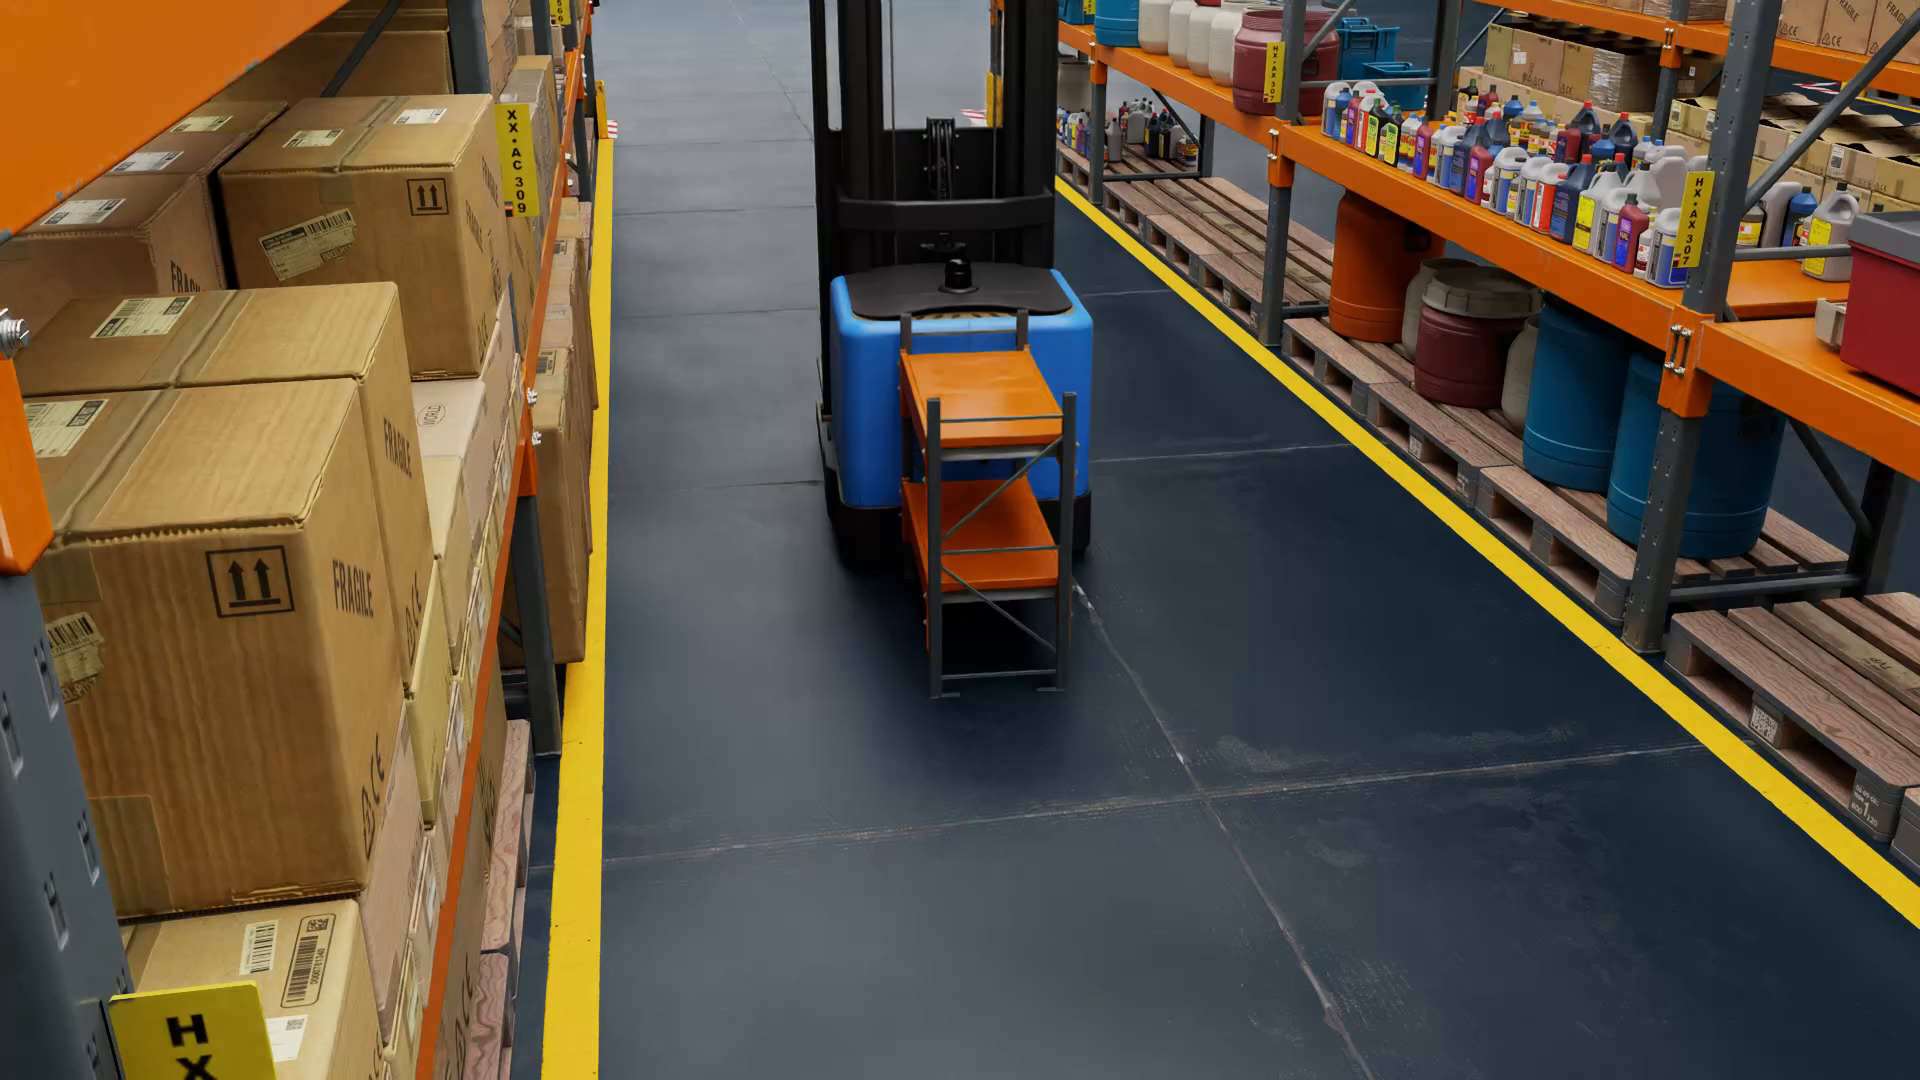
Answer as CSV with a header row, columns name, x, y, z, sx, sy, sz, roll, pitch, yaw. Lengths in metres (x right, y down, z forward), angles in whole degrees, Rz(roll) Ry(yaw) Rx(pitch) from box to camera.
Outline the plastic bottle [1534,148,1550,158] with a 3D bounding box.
name,x,y,z,sx,sy,sz,roll,pitch,yaw
plastic bottle,2.528,-1.574,7.267,0.097,0.271,0.097,0,24,0

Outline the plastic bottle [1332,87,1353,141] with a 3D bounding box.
name,x,y,z,sx,sy,sz,roll,pitch,yaw
plastic bottle,2.046,-2.272,8.864,0.097,0.271,0.097,0,24,0

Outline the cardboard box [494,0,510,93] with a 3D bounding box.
name,x,y,z,sx,sy,sz,roll,pitch,yaw
cardboard box,-2.342,-2.166,7.084,0.797,0.503,0.637,-4,24,-9

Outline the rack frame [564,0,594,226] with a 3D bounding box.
name,x,y,z,sx,sy,sz,roll,pitch,yaw
rack frame,-3.318,-3.779,12.155,1.000,3.000,0.127,-4,24,-10

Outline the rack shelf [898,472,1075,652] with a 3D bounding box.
name,x,y,z,sx,sy,sz,roll,pitch,yaw
rack shelf,0.079,0.060,6.319,0.538,0.278,1.000,-3,24,-6

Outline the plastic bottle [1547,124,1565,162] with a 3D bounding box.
name,x,y,z,sx,sy,sz,roll,pitch,yaw
plastic bottle,2.955,-1.948,8.211,0.097,0.201,0.097,0,24,0

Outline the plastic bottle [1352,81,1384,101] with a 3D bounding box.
name,x,y,z,sx,sy,sz,roll,pitch,yaw
plastic bottle,2.201,-2.333,8.998,0.152,0.276,0.135,-4,24,-10

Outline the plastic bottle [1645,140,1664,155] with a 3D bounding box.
name,x,y,z,sx,sy,sz,roll,pitch,yaw
plastic bottle,3.109,-1.653,7.449,0.097,0.271,0.097,0,24,0

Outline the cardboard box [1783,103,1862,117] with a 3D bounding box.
name,x,y,z,sx,sy,sz,roll,pitch,yaw
cardboard box,6.877,-3.358,13.401,0.500,0.311,0.500,-4,24,-8

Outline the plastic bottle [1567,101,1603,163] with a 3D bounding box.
name,x,y,z,sx,sy,sz,roll,pitch,yaw
plastic bottle,2.983,-1.907,7.930,0.144,0.351,0.185,-4,24,-10

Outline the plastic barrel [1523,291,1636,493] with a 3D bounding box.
name,x,y,z,sx,sy,sz,roll,pitch,yaw
plastic barrel,2.814,-0.724,7.256,0.600,0.901,0.708,-4,24,-10

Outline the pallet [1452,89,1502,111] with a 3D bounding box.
name,x,y,z,sx,sy,sz,roll,pitch,yaw
pallet,5.861,-4.509,17.310,1.003,0.211,1.213,-4,24,-10

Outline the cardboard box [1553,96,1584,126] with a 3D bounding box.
name,x,y,z,sx,sy,sz,roll,pitch,yaw
cardboard box,5.928,-4.003,15.577,0.500,0.250,0.500,-4,24,-10

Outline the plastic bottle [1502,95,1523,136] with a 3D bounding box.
name,x,y,z,sx,sy,sz,roll,pitch,yaw
plastic bottle,2.865,-2.172,8.636,0.097,0.271,0.097,0,24,0

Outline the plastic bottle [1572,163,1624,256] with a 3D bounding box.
name,x,y,z,sx,sy,sz,roll,pitch,yaw
plastic bottle,2.537,-1.314,6.572,0.144,0.351,0.185,-4,24,-10

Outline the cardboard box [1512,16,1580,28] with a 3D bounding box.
name,x,y,z,sx,sy,sz,roll,pitch,yaw
cardboard box,6.070,-5.171,17.317,0.500,0.500,0.500,-4,24,-10

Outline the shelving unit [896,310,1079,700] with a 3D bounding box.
name,x,y,z,sx,sy,sz,roll,pitch,yaw
shelving unit,0.079,-0.165,6.221,0.538,1.125,1.048,-3,24,-6

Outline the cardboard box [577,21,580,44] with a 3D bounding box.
name,x,y,z,sx,sy,sz,roll,pitch,yaw
cardboard box,-3.096,-3.870,12.678,0.380,0.149,0.250,-4,24,-10

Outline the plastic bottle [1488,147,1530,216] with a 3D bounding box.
name,x,y,z,sx,sy,sz,roll,pitch,yaw
plastic bottle,2.409,-1.560,7.228,0.152,0.276,0.135,-4,24,-10

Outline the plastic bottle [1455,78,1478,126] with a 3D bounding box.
name,x,y,z,sx,sy,sz,roll,pitch,yaw
plastic bottle,2.783,-2.391,9.124,0.061,0.283,0.133,-4,24,-10

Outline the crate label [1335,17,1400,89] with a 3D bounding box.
name,x,y,z,sx,sy,sz,roll,pitch,yaw
crate label,2.371,-2.999,10.326,0.502,0.435,0.616,-4,24,-10

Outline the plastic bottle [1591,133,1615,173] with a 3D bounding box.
name,x,y,z,sx,sy,sz,roll,pitch,yaw
plastic bottle,2.931,-1.719,7.600,0.097,0.271,0.097,0,24,0

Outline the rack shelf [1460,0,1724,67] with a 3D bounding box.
name,x,y,z,sx,sy,sz,roll,pitch,yaw
rack shelf,6.048,-4.968,15.776,1.077,0.370,4.000,-4,24,-10

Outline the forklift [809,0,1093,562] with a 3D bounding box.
name,x,y,z,sx,sy,sz,roll,pitch,yaw
forklift,-0.141,-1.810,7.731,1.130,2.935,3.031,-3,24,-6

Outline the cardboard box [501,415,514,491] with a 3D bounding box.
name,x,y,z,sx,sy,sz,roll,pitch,yaw
cardboard box,-1.366,-0.219,4.319,0.380,0.149,0.250,-5,24,-11

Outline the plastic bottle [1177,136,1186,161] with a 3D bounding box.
name,x,y,z,sx,sy,sz,roll,pitch,yaw
plastic bottle,1.883,-3.303,14.011,0.097,0.201,0.097,0,24,0

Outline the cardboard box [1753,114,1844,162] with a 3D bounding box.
name,x,y,z,sx,sy,sz,roll,pitch,yaw
cardboard box,6.434,-3.119,12.853,0.500,0.311,0.500,-5,24,-11

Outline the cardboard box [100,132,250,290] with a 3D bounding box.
name,x,y,z,sx,sy,sz,roll,pitch,yaw
cardboard box,-1.918,-0.642,3.851,0.500,0.500,0.500,-4,24,-10

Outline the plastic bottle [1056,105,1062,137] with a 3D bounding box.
name,x,y,z,sx,sy,sz,roll,pitch,yaw
plastic bottle,0.902,-3.799,15.061,0.097,0.271,0.097,0,24,0

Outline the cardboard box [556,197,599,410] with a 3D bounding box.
name,x,y,z,sx,sy,sz,roll,pitch,yaw
cardboard box,-2.472,-1.152,8.269,1.225,0.875,0.875,-5,24,-12

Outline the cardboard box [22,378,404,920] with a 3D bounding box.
name,x,y,z,sx,sy,sz,roll,pitch,yaw
cardboard box,-1.015,0.124,2.097,0.500,0.500,0.500,-5,24,-11

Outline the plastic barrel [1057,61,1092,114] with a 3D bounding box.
name,x,y,z,sx,sy,sz,roll,pitch,yaw
plastic barrel,1.099,-4.321,15.980,0.421,0.512,0.421,0,24,0

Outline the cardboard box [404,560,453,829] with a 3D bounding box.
name,x,y,z,sx,sy,sz,roll,pitch,yaw
cardboard box,-1.115,0.263,2.717,0.500,0.250,0.500,-5,24,-12

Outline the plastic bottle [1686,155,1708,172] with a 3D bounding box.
name,x,y,z,sx,sy,sz,roll,pitch,yaw
plastic bottle,3.146,-1.517,7.130,0.152,0.276,0.135,-4,24,-10

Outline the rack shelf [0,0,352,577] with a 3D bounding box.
name,x,y,z,sx,sy,sz,roll,pitch,yaw
rack shelf,-1.469,-0.891,2.693,1.077,0.370,4.000,-4,24,-10

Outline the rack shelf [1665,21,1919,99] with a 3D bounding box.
name,x,y,z,sx,sy,sz,roll,pitch,yaw
rack shelf,6.788,-3.395,12.173,1.077,0.370,4.000,-4,24,-10

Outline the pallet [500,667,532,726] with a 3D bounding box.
name,x,y,z,sx,sy,sz,roll,pitch,yaw
pallet,-2.056,0.347,6.191,1.003,0.211,1.213,-4,24,-10

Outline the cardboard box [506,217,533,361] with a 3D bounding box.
name,x,y,z,sx,sy,sz,roll,pitch,yaw
cardboard box,-1.679,-0.878,5.387,0.500,0.500,0.500,-4,24,-10

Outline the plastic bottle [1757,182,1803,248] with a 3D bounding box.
name,x,y,z,sx,sy,sz,roll,pitch,yaw
plastic bottle,3.250,-1.296,6.626,0.152,0.276,0.135,-4,24,-10

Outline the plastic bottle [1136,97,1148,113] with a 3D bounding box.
name,x,y,z,sx,sy,sz,roll,pitch,yaw
plastic bottle,1.660,-3.796,14.954,0.144,0.351,0.185,-3,24,-8

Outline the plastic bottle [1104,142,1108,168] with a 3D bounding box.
name,x,y,z,sx,sy,sz,roll,pitch,yaw
plastic bottle,1.176,-3.185,13.741,0.097,0.201,0.097,0,24,0

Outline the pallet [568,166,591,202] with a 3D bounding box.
name,x,y,z,sx,sy,sz,roll,pitch,yaw
pallet,-3.477,-2.763,13.312,1.003,0.211,1.213,-4,24,-10

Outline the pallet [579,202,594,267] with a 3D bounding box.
name,x,y,z,sx,sy,sz,roll,pitch,yaw
pallet,-3.173,-2.195,12.013,1.003,0.211,1.213,-4,24,-10

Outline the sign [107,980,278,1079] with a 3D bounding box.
name,x,y,z,sx,sy,sz,roll,pitch,yaw
sign,-0.553,0.469,1.248,0.100,0.325,0.005,-4,24,-10

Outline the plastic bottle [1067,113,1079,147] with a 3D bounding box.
name,x,y,z,sx,sy,sz,roll,pitch,yaw
plastic bottle,1.025,-3.598,14.594,0.152,0.276,0.135,-4,24,-9

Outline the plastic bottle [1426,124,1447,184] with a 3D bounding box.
name,x,y,z,sx,sy,sz,roll,pitch,yaw
plastic bottle,2.259,-1.817,7.824,0.097,0.271,0.097,0,24,0

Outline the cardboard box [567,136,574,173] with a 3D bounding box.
name,x,y,z,sx,sy,sz,roll,pitch,yaw
cardboard box,-3.466,-3.211,13.453,0.500,0.500,0.500,3,24,7

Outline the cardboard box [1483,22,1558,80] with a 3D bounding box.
name,x,y,z,sx,sy,sz,roll,pitch,yaw
cardboard box,5.653,-4.936,16.779,0.500,0.500,0.500,-4,24,-10

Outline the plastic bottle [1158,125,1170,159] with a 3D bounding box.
name,x,y,z,sx,sy,sz,roll,pitch,yaw
plastic bottle,1.730,-3.377,14.080,0.061,0.283,0.133,-4,24,-10

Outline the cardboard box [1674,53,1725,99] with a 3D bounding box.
name,x,y,z,sx,sy,sz,roll,pitch,yaw
cardboard box,6.640,-3.993,14.618,0.500,0.500,0.500,-4,24,-10

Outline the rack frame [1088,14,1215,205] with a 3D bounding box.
name,x,y,z,sx,sy,sz,roll,pitch,yaw
rack frame,1.549,-4.146,12.995,1.000,3.000,0.127,-4,24,-10

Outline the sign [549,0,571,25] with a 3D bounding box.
name,x,y,z,sx,sy,sz,roll,pitch,yaw
sign,-2.034,-2.779,8.418,0.100,0.325,0.005,-4,24,-10

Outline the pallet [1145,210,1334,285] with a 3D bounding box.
name,x,y,z,sx,sy,sz,roll,pitch,yaw
pallet,1.961,-2.081,11.751,1.003,0.211,1.213,-4,24,-10

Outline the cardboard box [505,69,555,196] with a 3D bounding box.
name,x,y,z,sx,sy,sz,roll,pitch,yaw
cardboard box,-2.158,-1.879,7.680,0.500,0.500,0.500,-5,24,-10

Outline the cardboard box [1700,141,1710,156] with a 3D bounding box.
name,x,y,z,sx,sy,sz,roll,pitch,yaw
cardboard box,6.342,-3.065,13.431,0.500,0.250,0.500,-4,24,-8

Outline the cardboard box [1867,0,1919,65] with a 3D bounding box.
name,x,y,z,sx,sy,sz,roll,pitch,yaw
cardboard box,6.831,-3.642,11.717,0.500,0.500,0.500,-6,24,-13

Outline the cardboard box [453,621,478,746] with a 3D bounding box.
name,x,y,z,sx,sy,sz,roll,pitch,yaw
cardboard box,-1.127,0.287,3.159,0.380,0.149,0.250,-5,24,-11

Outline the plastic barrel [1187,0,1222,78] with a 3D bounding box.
name,x,y,z,sx,sy,sz,roll,pitch,yaw
plastic barrel,1.726,-3.357,11.018,0.433,0.535,0.433,0,24,0

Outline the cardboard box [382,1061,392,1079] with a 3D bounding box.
name,x,y,z,sx,sy,sz,roll,pitch,yaw
cardboard box,-0.890,0.791,2.005,0.380,0.149,0.250,-5,24,-11

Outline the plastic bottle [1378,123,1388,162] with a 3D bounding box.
name,x,y,z,sx,sy,sz,roll,pitch,yaw
plastic bottle,2.156,-2.005,8.342,0.097,0.201,0.097,0,24,0
